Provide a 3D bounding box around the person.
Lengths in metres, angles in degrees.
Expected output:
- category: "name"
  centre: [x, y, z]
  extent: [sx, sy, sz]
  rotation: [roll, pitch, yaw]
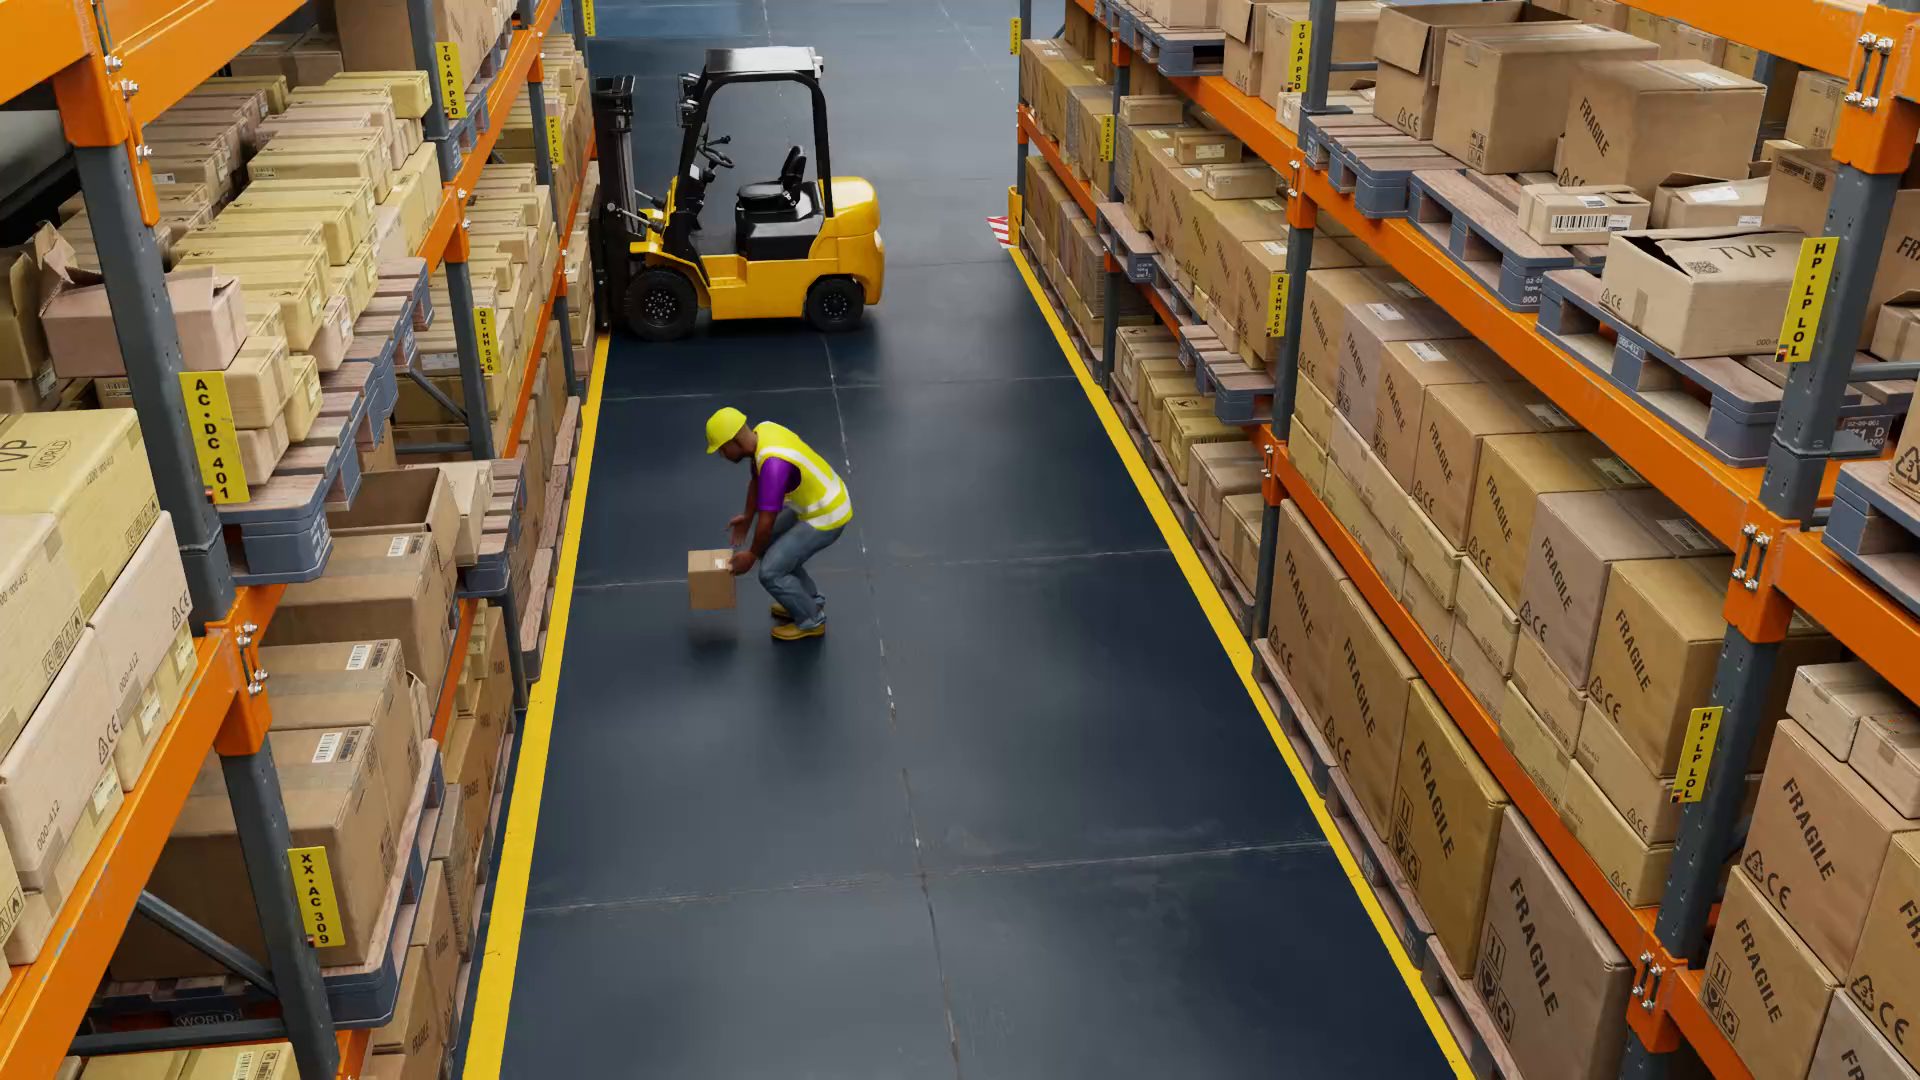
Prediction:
- category: "person"
  centre: [-0.984, -0.106, 9.232]
  extent: [0.777, 1.376, 0.632]
  rotation: [-4, 27, -7]
